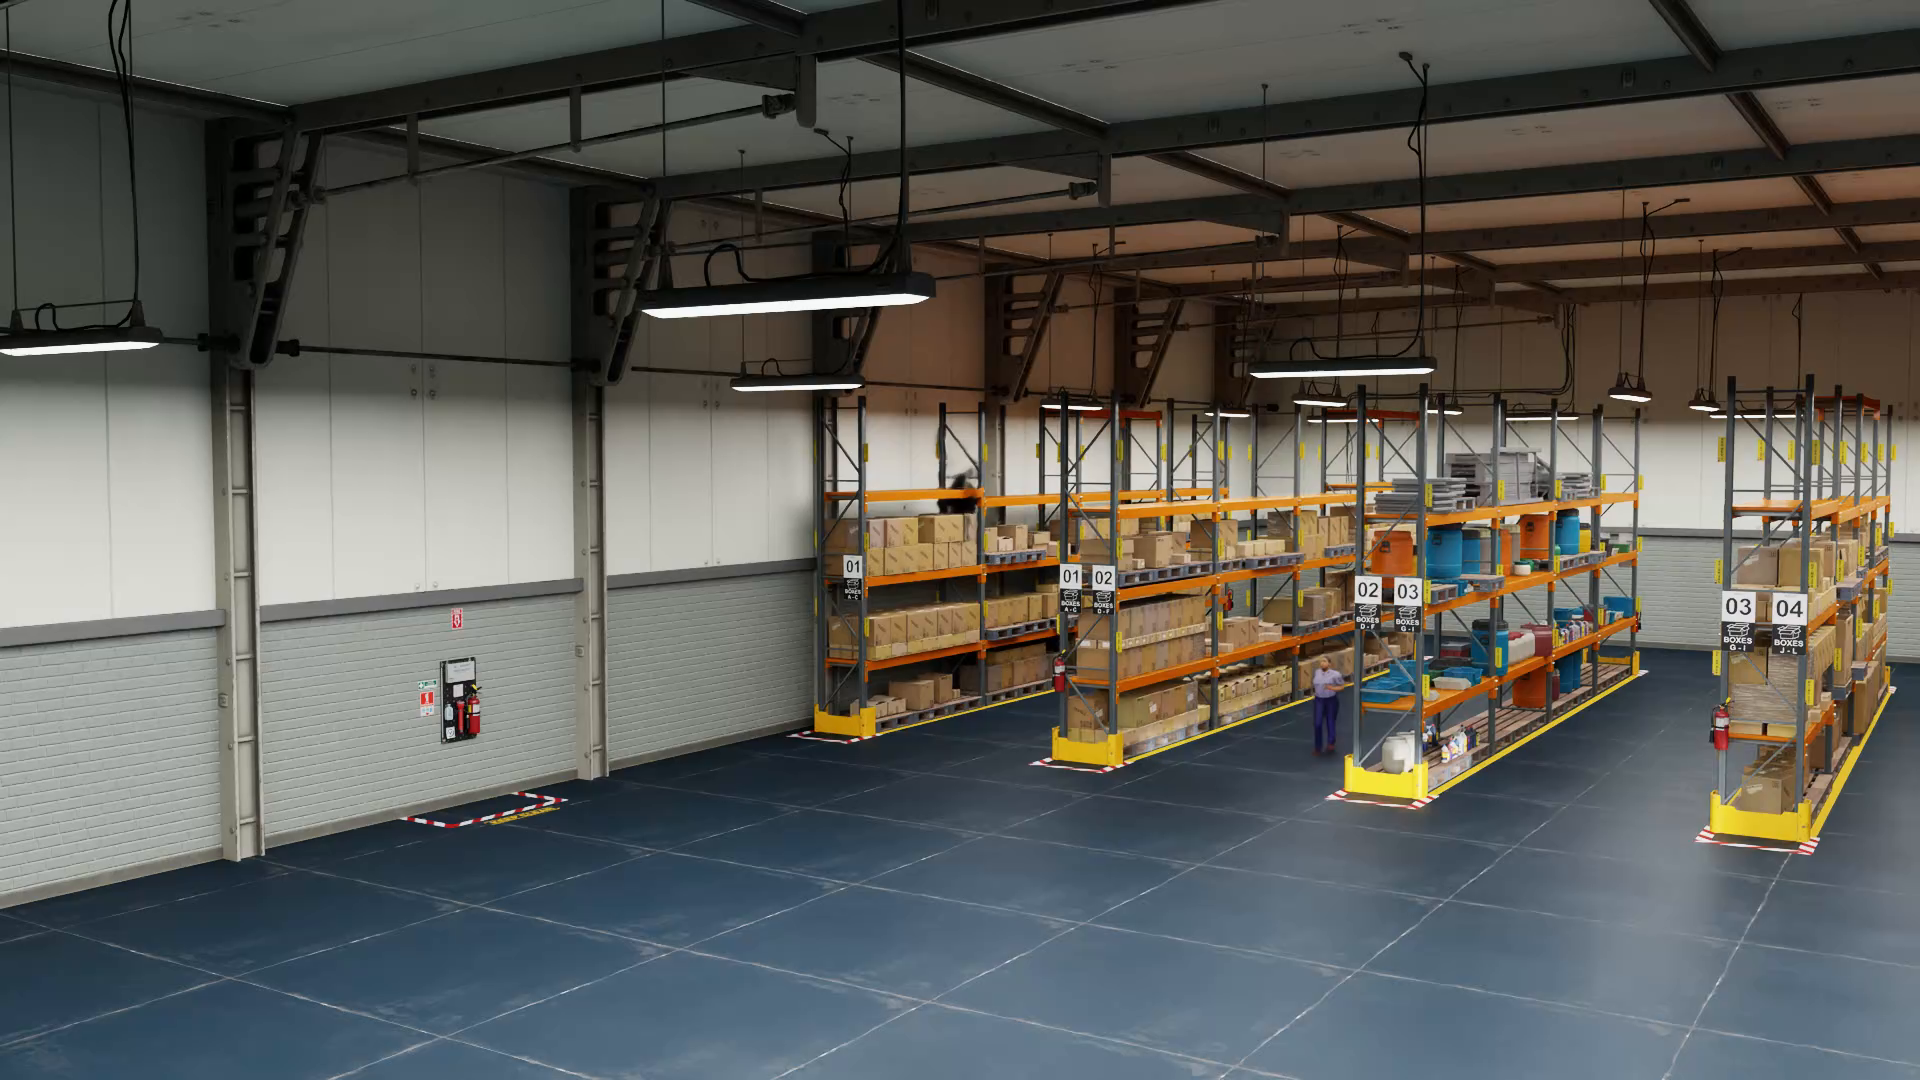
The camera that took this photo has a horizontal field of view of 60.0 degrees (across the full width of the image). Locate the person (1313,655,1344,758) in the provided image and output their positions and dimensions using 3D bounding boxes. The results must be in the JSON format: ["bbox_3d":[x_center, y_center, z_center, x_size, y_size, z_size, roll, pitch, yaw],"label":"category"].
[{"bbox_3d":[6.085,2.757,27.504,0.574,1.719,0.754,1,3,26],"label":"person"}]
